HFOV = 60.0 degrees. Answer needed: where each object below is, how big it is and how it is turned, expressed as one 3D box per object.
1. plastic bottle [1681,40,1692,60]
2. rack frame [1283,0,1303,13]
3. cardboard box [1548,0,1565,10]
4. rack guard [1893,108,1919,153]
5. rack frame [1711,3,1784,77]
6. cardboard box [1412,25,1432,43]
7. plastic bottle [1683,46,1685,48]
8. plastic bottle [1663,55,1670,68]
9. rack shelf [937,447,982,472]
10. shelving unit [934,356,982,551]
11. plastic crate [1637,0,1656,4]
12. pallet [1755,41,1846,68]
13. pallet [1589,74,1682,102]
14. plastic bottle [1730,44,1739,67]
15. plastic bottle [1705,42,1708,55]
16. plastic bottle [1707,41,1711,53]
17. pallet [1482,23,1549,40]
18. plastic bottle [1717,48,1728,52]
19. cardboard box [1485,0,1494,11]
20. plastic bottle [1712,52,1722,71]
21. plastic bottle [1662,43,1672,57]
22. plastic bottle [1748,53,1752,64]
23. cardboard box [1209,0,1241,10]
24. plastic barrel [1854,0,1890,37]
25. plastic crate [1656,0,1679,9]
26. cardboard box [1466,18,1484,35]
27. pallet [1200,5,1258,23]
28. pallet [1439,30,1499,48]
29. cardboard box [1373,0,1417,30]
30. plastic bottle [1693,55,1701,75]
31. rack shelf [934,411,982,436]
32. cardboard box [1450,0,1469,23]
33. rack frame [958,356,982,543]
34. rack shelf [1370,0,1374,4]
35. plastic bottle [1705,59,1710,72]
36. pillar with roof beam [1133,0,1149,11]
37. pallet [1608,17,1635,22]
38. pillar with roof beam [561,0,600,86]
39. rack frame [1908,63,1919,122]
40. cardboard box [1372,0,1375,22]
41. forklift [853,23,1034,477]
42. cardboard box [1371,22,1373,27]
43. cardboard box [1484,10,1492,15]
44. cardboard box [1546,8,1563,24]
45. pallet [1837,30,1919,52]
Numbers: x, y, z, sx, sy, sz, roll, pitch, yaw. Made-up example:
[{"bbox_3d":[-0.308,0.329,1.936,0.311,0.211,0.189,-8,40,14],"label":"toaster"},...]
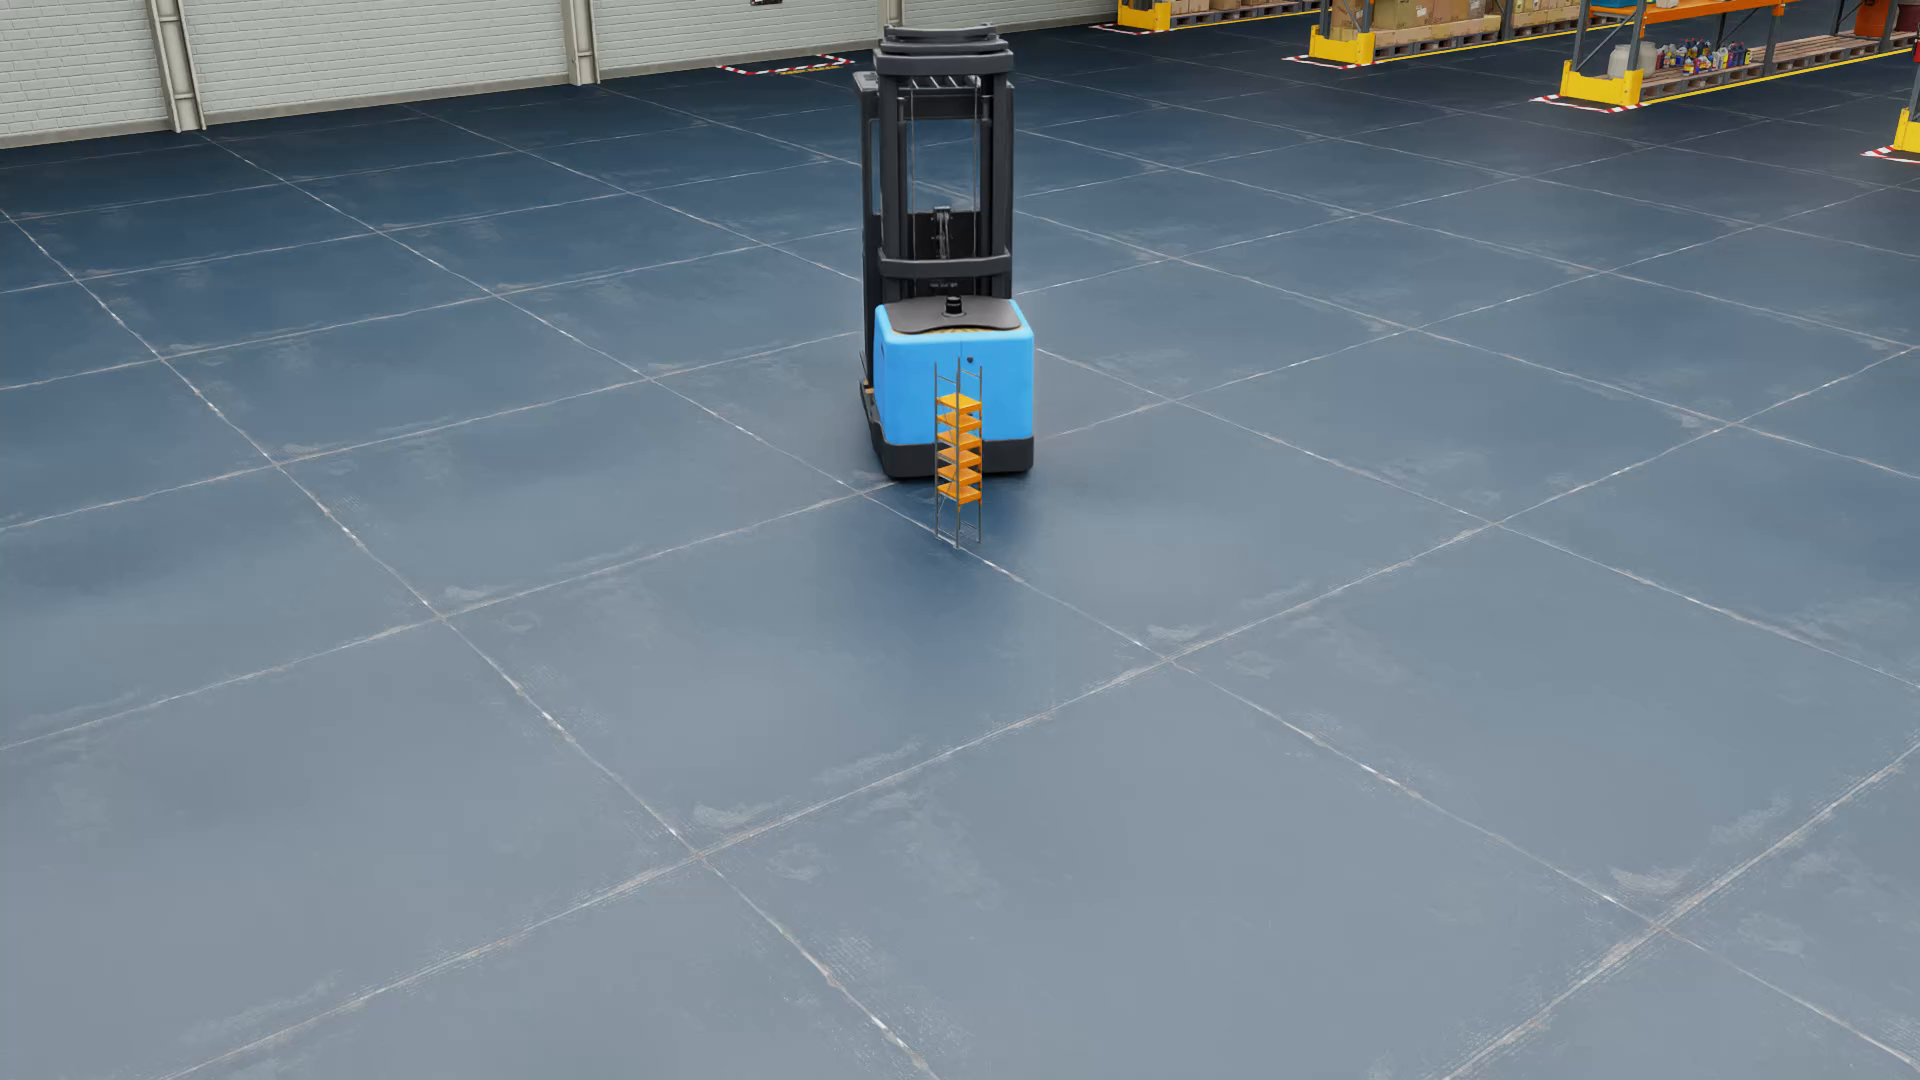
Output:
[{"bbox_3d":[11.700,-7.885,26.800,0.185,0.351,0.144,-20,31,-36],"label":"plastic bottle"},{"bbox_3d":[6.626,-12.290,33.668,0.127,3.000,1.000,-18,31,-34],"label":"rack frame"},{"bbox_3d":[10.969,-10.135,31.127,0.500,0.311,0.500,-19,31,-36],"label":"cardboard box"},{"bbox_3d":[12.708,-5.214,21.391,0.348,0.500,1.175,-18,31,-34],"label":"rack guard"},{"bbox_3d":[12.740,-9.008,26.596,0.127,3.000,1.000,-18,31,-34],"label":"rack frame"},{"bbox_3d":[7.883,-8.880,29.089,0.500,0.250,0.500,-18,31,-34],"label":"cardboard box"},{"bbox_3d":[11.607,-7.798,26.707,0.097,0.271,0.097,0,25,0],"label":"plastic bottle"},{"bbox_3d":[11.183,-7.577,26.315,0.097,0.201,0.097,0,25,0],"label":"plastic bottle"},{"bbox_3d":[-0.011,-0.500,10.508,0.180,0.103,0.258,-18,31,-34],"label":"rack shelf"},{"bbox_3d":[-0.011,-0.540,10.489,0.189,1.200,0.258,-18,31,-34],"label":"shelving unit"},{"bbox_3d":[10.316,-8.297,25.242,0.408,0.251,0.499,-18,31,-34],"label":"plastic crate"},{"bbox_3d":[14.294,-8.278,28.337,1.213,0.211,1.003,-18,31,-34],"label":"pallet"},{"bbox_3d":[10.265,-6.948,25.471,1.213,0.211,1.003,-18,31,-34],"label":"pallet"},{"bbox_3d":[12.260,-7.693,26.387,0.185,0.351,0.144,-20,32,-37],"label":"plastic bottle"},{"bbox_3d":[12.047,-7.910,26.934,0.133,0.283,0.061,-18,31,-34],"label":"plastic bottle"},{"bbox_3d":[12.218,-8.032,27.212,0.097,0.271,0.097,0,25,0],"label":"plastic bottle"},{"bbox_3d":[10.242,-9.589,31.161,1.213,0.211,1.003,-18,31,-34],"label":"pallet"},{"bbox_3d":[12.149,-7.702,26.495,0.135,0.276,0.152,-18,31,-34],"label":"plastic bottle"},{"bbox_3d":[9.828,-10.048,30.937,0.500,0.311,0.500,-18,31,-34],"label":"cardboard box"},{"bbox_3d":[11.875,-7.535,26.134,0.135,0.276,0.152,-18,30,-33],"label":"plastic bottle"},{"bbox_3d":[11.219,-7.726,26.458,0.185,0.351,0.144,-17,30,-32],"label":"plastic bottle"},{"bbox_3d":[12.647,-7.741,26.667,0.097,0.201,0.097,0,25,0],"label":"plastic bottle"},{"bbox_3d":[5.136,-10.788,32.879,0.500,0.500,0.700,-21,32,-37],"label":"cardboard box"},{"bbox_3d":[16.262,-9.386,29.489,0.708,0.830,0.600,-18,31,-34],"label":"plastic barrel"},{"bbox_3d":[10.495,-7.975,24.684,0.250,0.136,0.298,-18,31,-34],"label":"plastic crate"},{"bbox_3d":[9.057,-9.273,29.936,0.500,0.250,0.500,-18,31,-34],"label":"cardboard box"},{"bbox_3d":[5.159,-10.520,33.167,1.213,0.211,1.003,-18,31,-34],"label":"pallet"},{"bbox_3d":[9.034,-9.192,30.306,1.213,0.211,1.003,-18,31,-34],"label":"pallet"},{"bbox_3d":[7.490,-9.090,28.650,0.500,0.500,0.500,-18,31,-34],"label":"cardboard box"},{"bbox_3d":[11.400,-7.357,25.742,0.133,0.283,0.061,-18,30,-33],"label":"plastic bottle"},{"bbox_3d":[-0.011,-0.718,10.407,0.180,0.103,0.258,-18,31,-34],"label":"rack shelf"},{"bbox_3d":[8.664,-9.483,29.497,0.500,0.500,0.500,-18,31,-34],"label":"cardboard box"},{"bbox_3d":[0.061,-0.564,10.541,0.006,1.200,0.240,-18,31,-34],"label":"rack frame"},{"bbox_3d":[8.112,-9.804,29.166,4.000,0.370,1.077,-18,31,-34],"label":"rack shelf"},{"bbox_3d":[11.637,-7.408,25.949,0.097,0.201,0.097,0,25,0],"label":"plastic bottle"},{"bbox_3d":[6.152,-13.014,28.102,0.400,9.000,9.100,-18,31,-34],"label":"pillar with roof beam"},{"bbox_3d":[13.445,-10.605,33.351,1.213,0.211,1.003,-18,31,-34],"label":"pallet"},{"bbox_3d":[-3.291,-9.897,21.386,0.400,9.000,9.100,-18,31,-34],"label":"pillar with roof beam"},{"bbox_3d":[12.648,-6.328,20.822,0.127,3.000,1.000,-18,31,-34],"label":"rack frame"},{"bbox_3d":[7.555,-9.397,29.310,0.500,0.500,0.500,-18,31,-34],"label":"cardboard box"},{"bbox_3d":[-0.193,-2.353,12.339,1.130,2.935,3.031,-3,25,-7],"label":"forklift"},{"bbox_3d":[7.164,-8.925,29.185,0.500,0.250,0.500,-18,31,-34],"label":"cardboard box"},{"bbox_3d":[9.834,-9.797,31.063,0.500,0.250,0.500,-19,31,-35],"label":"cardboard box"},{"bbox_3d":[10.965,-9.883,31.250,0.500,0.250,0.500,-19,31,-36],"label":"cardboard box"},{"bbox_3d":[16.482,-9.001,29.893,1.213,0.211,1.003,-18,31,-34],"label":"pallet"}]
